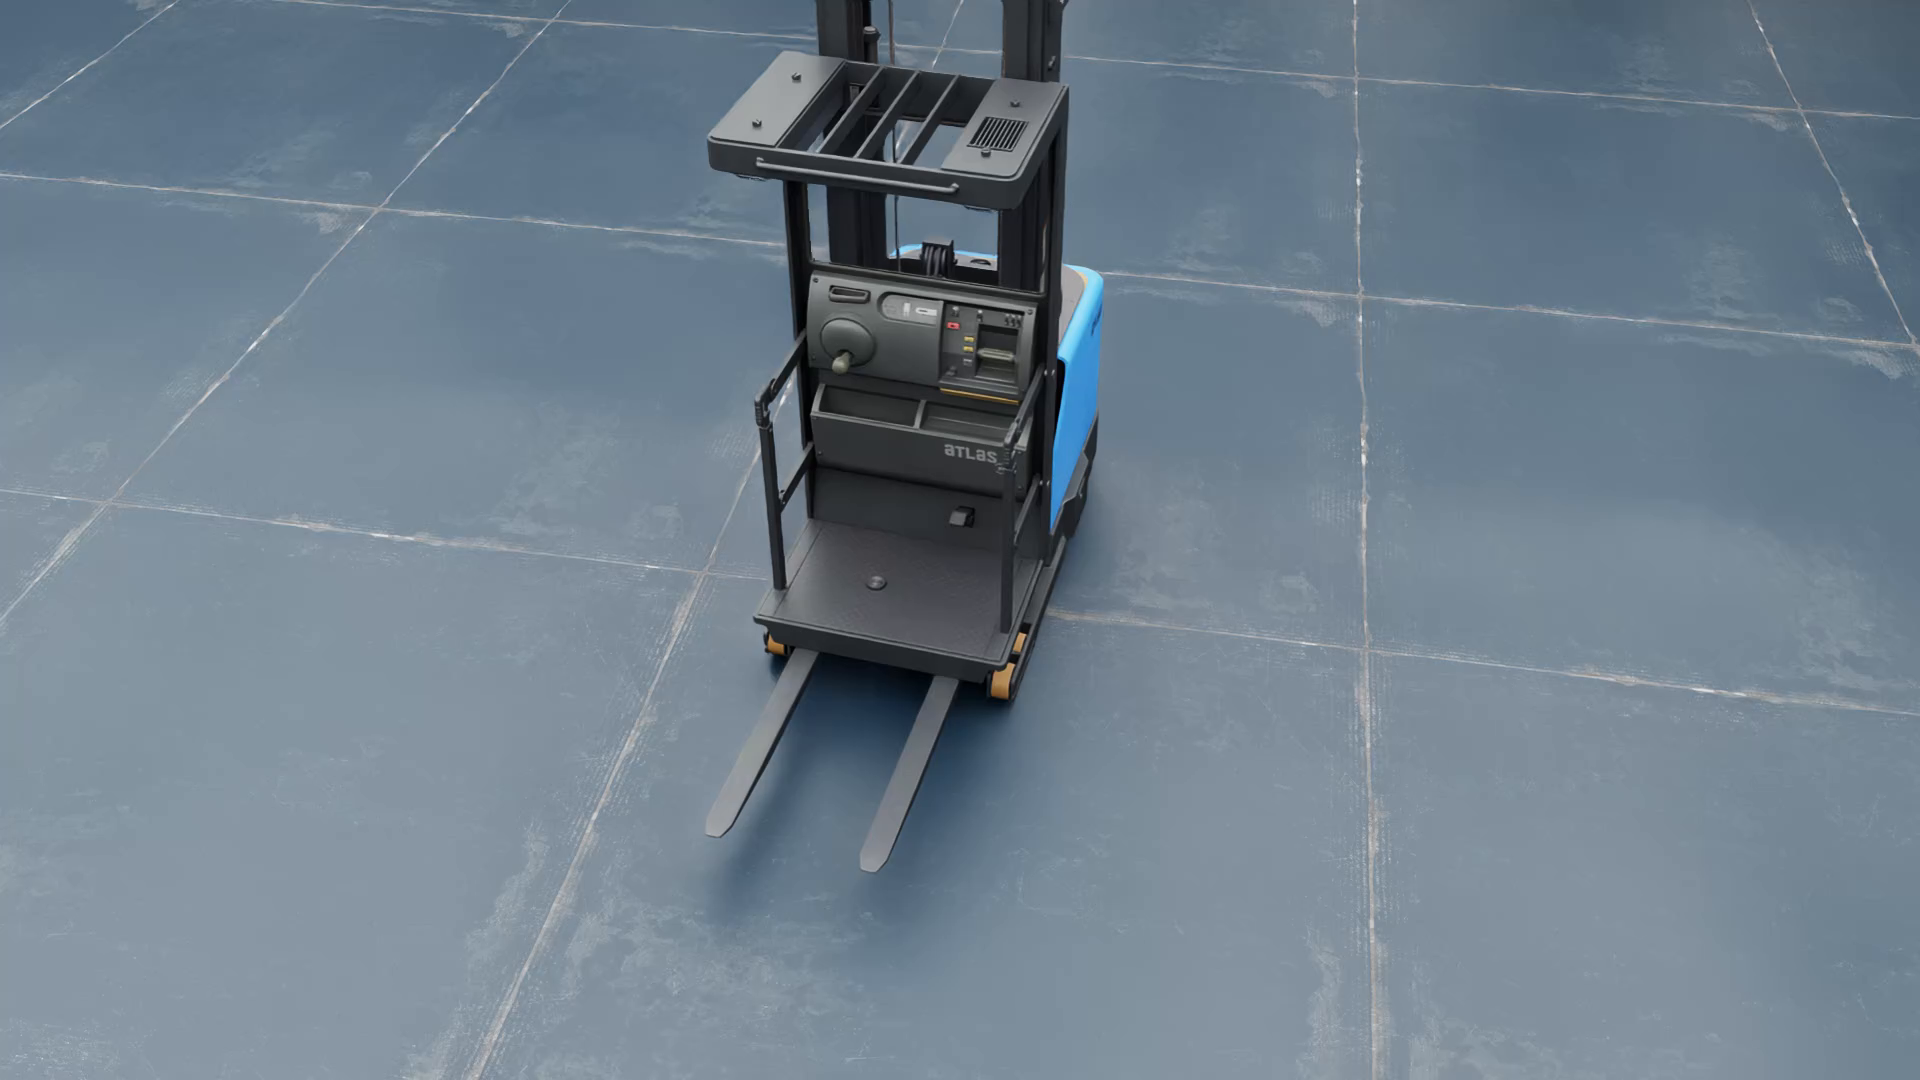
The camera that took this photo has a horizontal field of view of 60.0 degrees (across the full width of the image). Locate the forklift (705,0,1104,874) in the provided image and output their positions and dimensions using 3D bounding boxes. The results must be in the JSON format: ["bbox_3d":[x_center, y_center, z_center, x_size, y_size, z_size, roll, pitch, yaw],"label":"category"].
[{"bbox_3d":[-0.215,-0.734,6.435,1.130,2.935,3.031,10,41,12],"label":"forklift"}]
